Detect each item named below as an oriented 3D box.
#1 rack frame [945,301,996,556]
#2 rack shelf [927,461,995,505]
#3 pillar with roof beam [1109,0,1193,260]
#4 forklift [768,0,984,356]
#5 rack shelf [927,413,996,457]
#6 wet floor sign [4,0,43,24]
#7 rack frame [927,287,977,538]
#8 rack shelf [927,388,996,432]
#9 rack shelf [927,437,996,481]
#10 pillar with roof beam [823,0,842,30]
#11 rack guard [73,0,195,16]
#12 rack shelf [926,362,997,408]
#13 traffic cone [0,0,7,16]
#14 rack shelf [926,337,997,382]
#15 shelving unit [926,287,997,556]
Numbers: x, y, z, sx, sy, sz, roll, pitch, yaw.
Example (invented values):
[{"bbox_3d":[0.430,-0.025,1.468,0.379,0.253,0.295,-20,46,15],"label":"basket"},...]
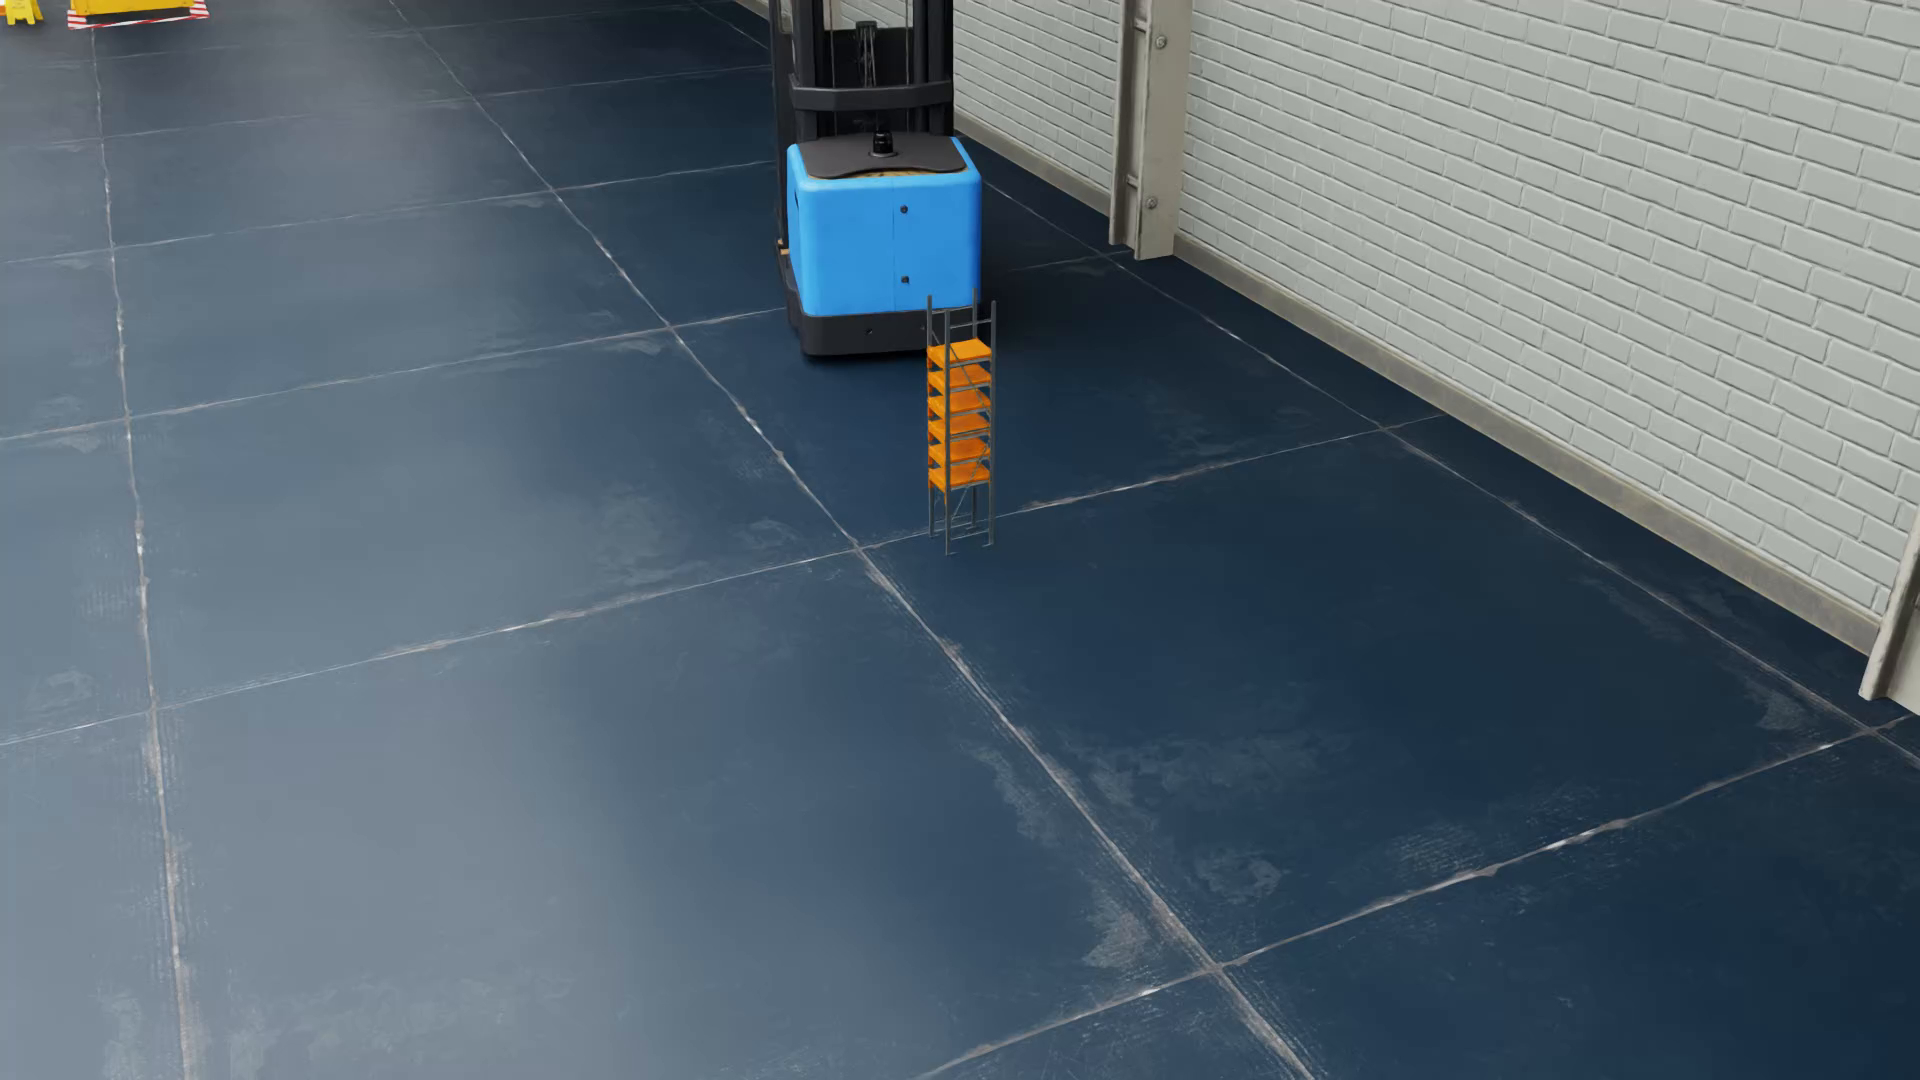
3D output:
[{"bbox_3d":[0.045,-0.477,7.373,0.240,1.200,0.006,-13,32,-22],"label":"rack frame"},{"bbox_3d":[0.006,-0.269,7.584,0.258,0.103,0.180,-13,32,-22],"label":"rack shelf"},{"bbox_3d":[-2.650,-5.002,7.469,9.100,9.000,0.400,-13,32,-22],"label":"pillar with roof beam"},{"bbox_3d":[-0.625,-3.028,10.153,1.130,2.935,3.031,-5,30,-9],"label":"forklift"},{"bbox_3d":[0.006,-0.478,7.467,0.258,0.103,0.180,-13,32,-22],"label":"rack shelf"},{"bbox_3d":[-9.795,-5.714,17.280,0.267,0.644,0.232,-3,29,-5],"label":"wet floor sign"},{"bbox_3d":[-0.033,-0.557,7.517,0.240,1.200,0.006,-13,32,-22],"label":"rack frame"},{"bbox_3d":[0.006,-0.583,7.408,0.258,0.103,0.180,-13,32,-22],"label":"rack shelf"},{"bbox_3d":[0.006,-0.374,7.526,0.258,0.103,0.180,-13,32,-22],"label":"rack shelf"},{"bbox_3d":[-5.226,-7.652,12.196,9.100,9.000,0.400,-13,32,-22],"label":"pillar with roof beam"},{"bbox_3d":[-8.943,-5.993,17.926,1.175,0.500,0.348,-13,32,-22],"label":"rack guard"},{"bbox_3d":[0.006,-0.688,7.349,0.258,0.103,0.180,-13,32,-22],"label":"rack shelf"},{"bbox_3d":[-10.260,-5.862,17.731,0.336,0.463,0.334,-13,32,-22],"label":"traffic cone"},{"bbox_3d":[0.006,-0.792,7.291,0.258,0.103,0.180,-13,32,-22],"label":"rack shelf"},{"bbox_3d":[0.006,-0.517,7.445,0.258,1.200,0.189,-13,32,-22],"label":"shelving unit"}]
